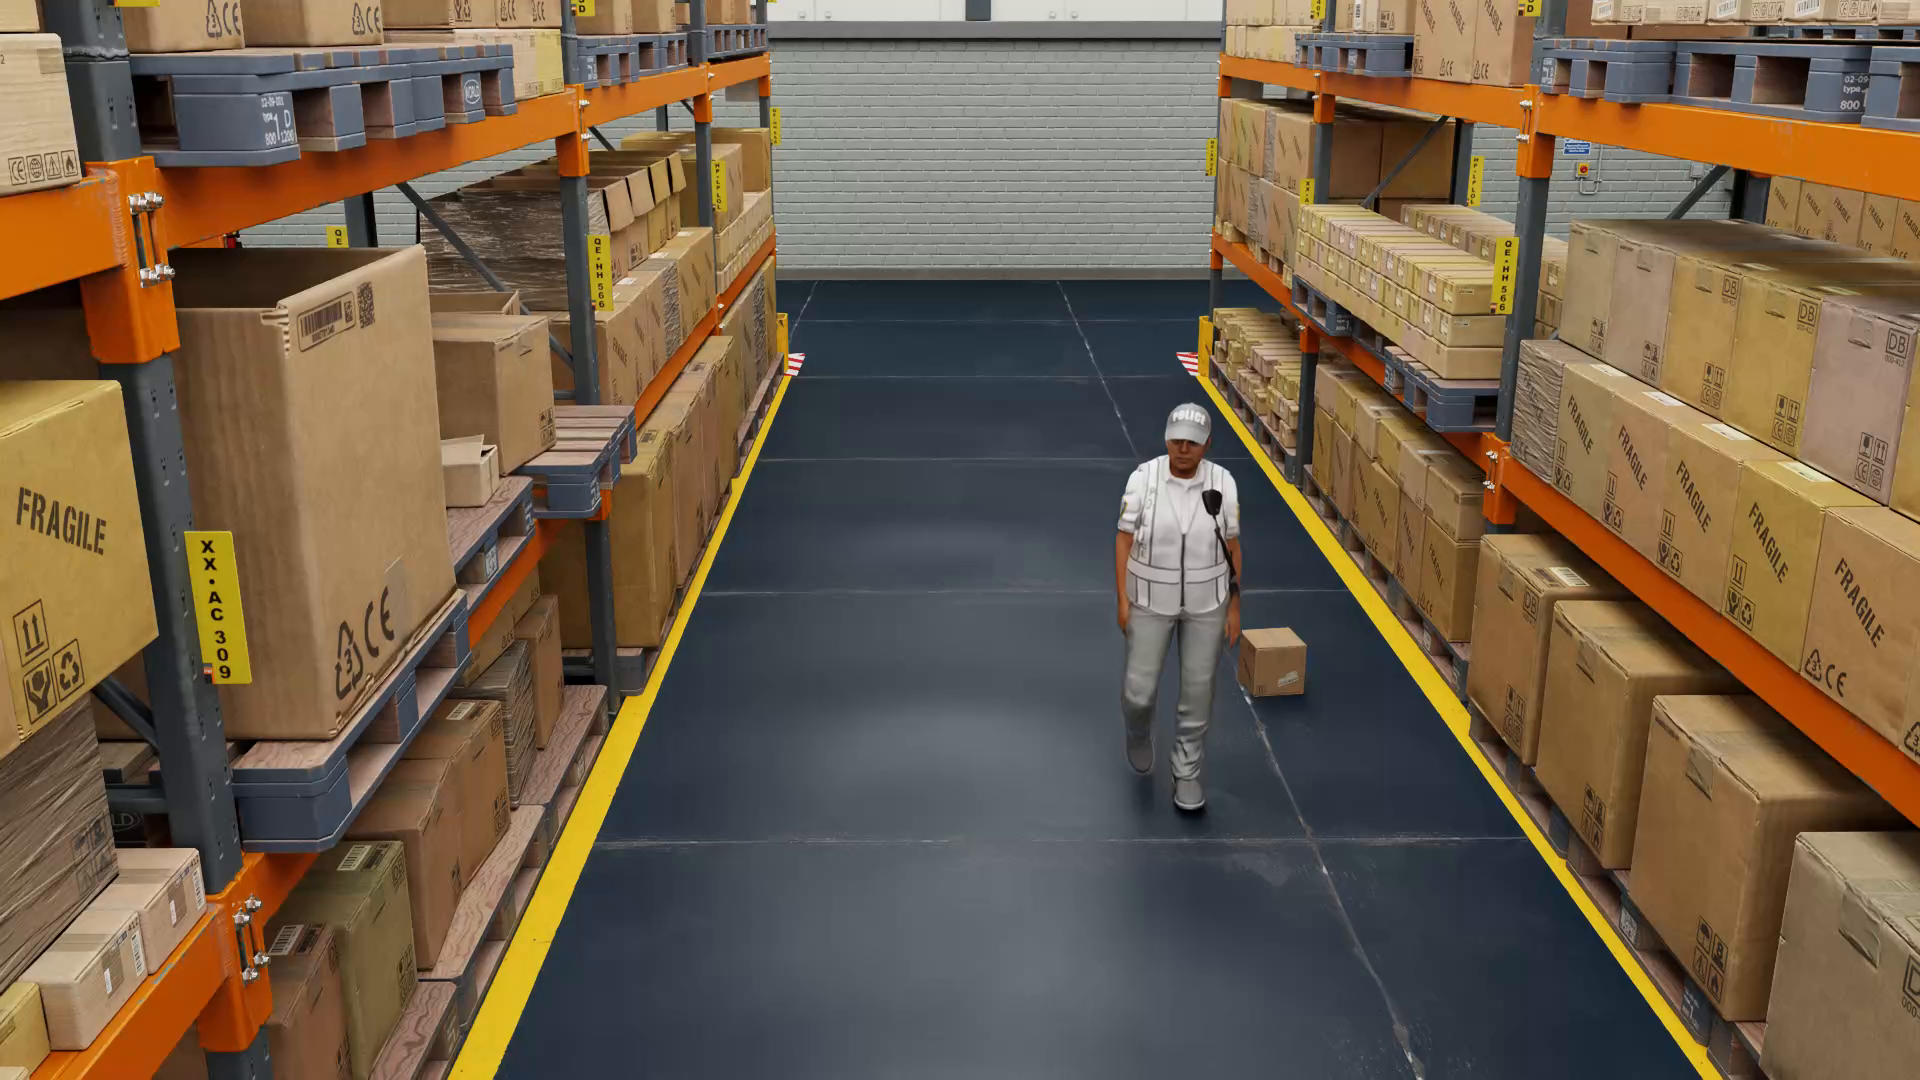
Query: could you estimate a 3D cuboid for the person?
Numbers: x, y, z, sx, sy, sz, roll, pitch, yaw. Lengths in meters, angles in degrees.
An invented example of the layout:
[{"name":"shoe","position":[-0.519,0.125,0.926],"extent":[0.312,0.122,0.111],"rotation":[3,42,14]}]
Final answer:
[{"name":"person","position":[0.870,0.245,6.681],"extent":[0.504,1.649,0.487],"rotation":[0,17,1]}]
